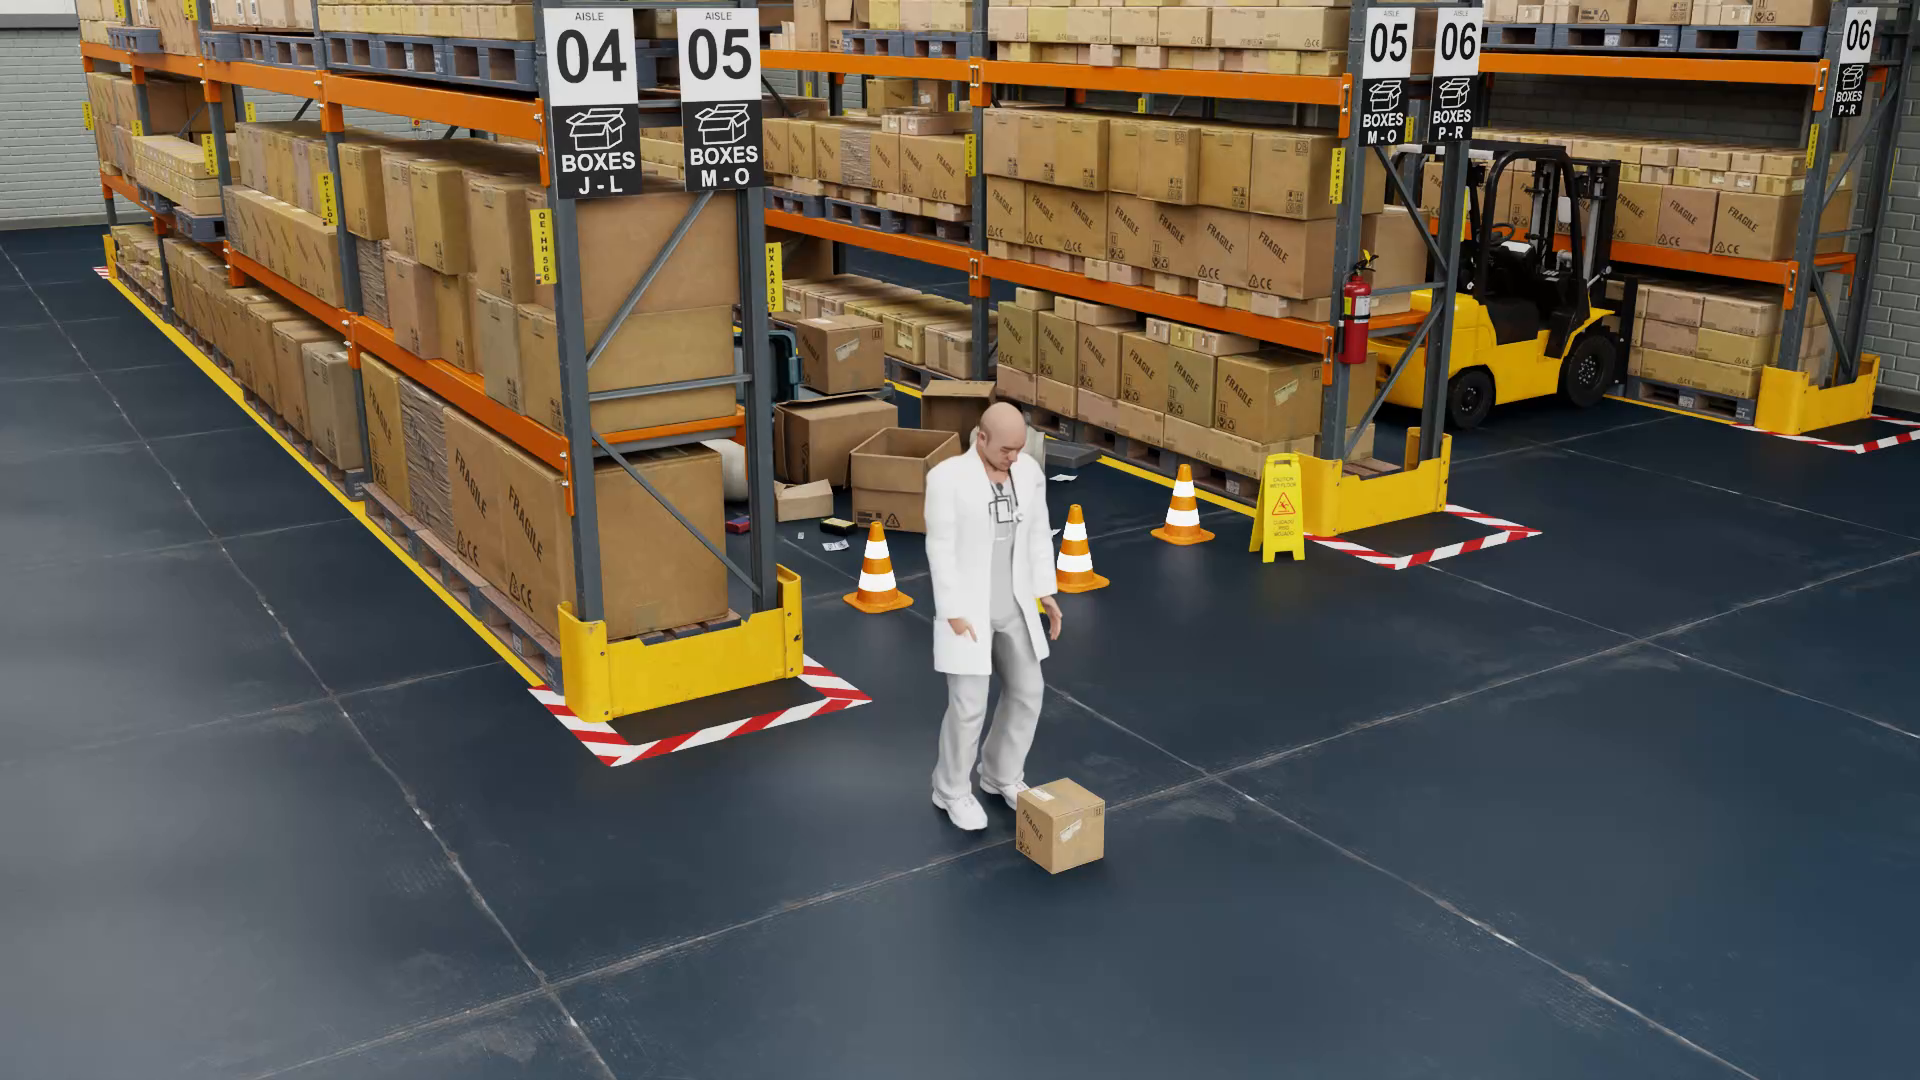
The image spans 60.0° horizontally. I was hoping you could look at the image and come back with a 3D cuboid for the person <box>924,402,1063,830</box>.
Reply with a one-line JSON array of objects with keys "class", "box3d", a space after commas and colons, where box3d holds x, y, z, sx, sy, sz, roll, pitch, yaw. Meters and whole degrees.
[{"class": "person", "box3d": [0.135, 0.288, 6.742, 0.579, 1.752, 0.388, -11, 21, -30]}]
